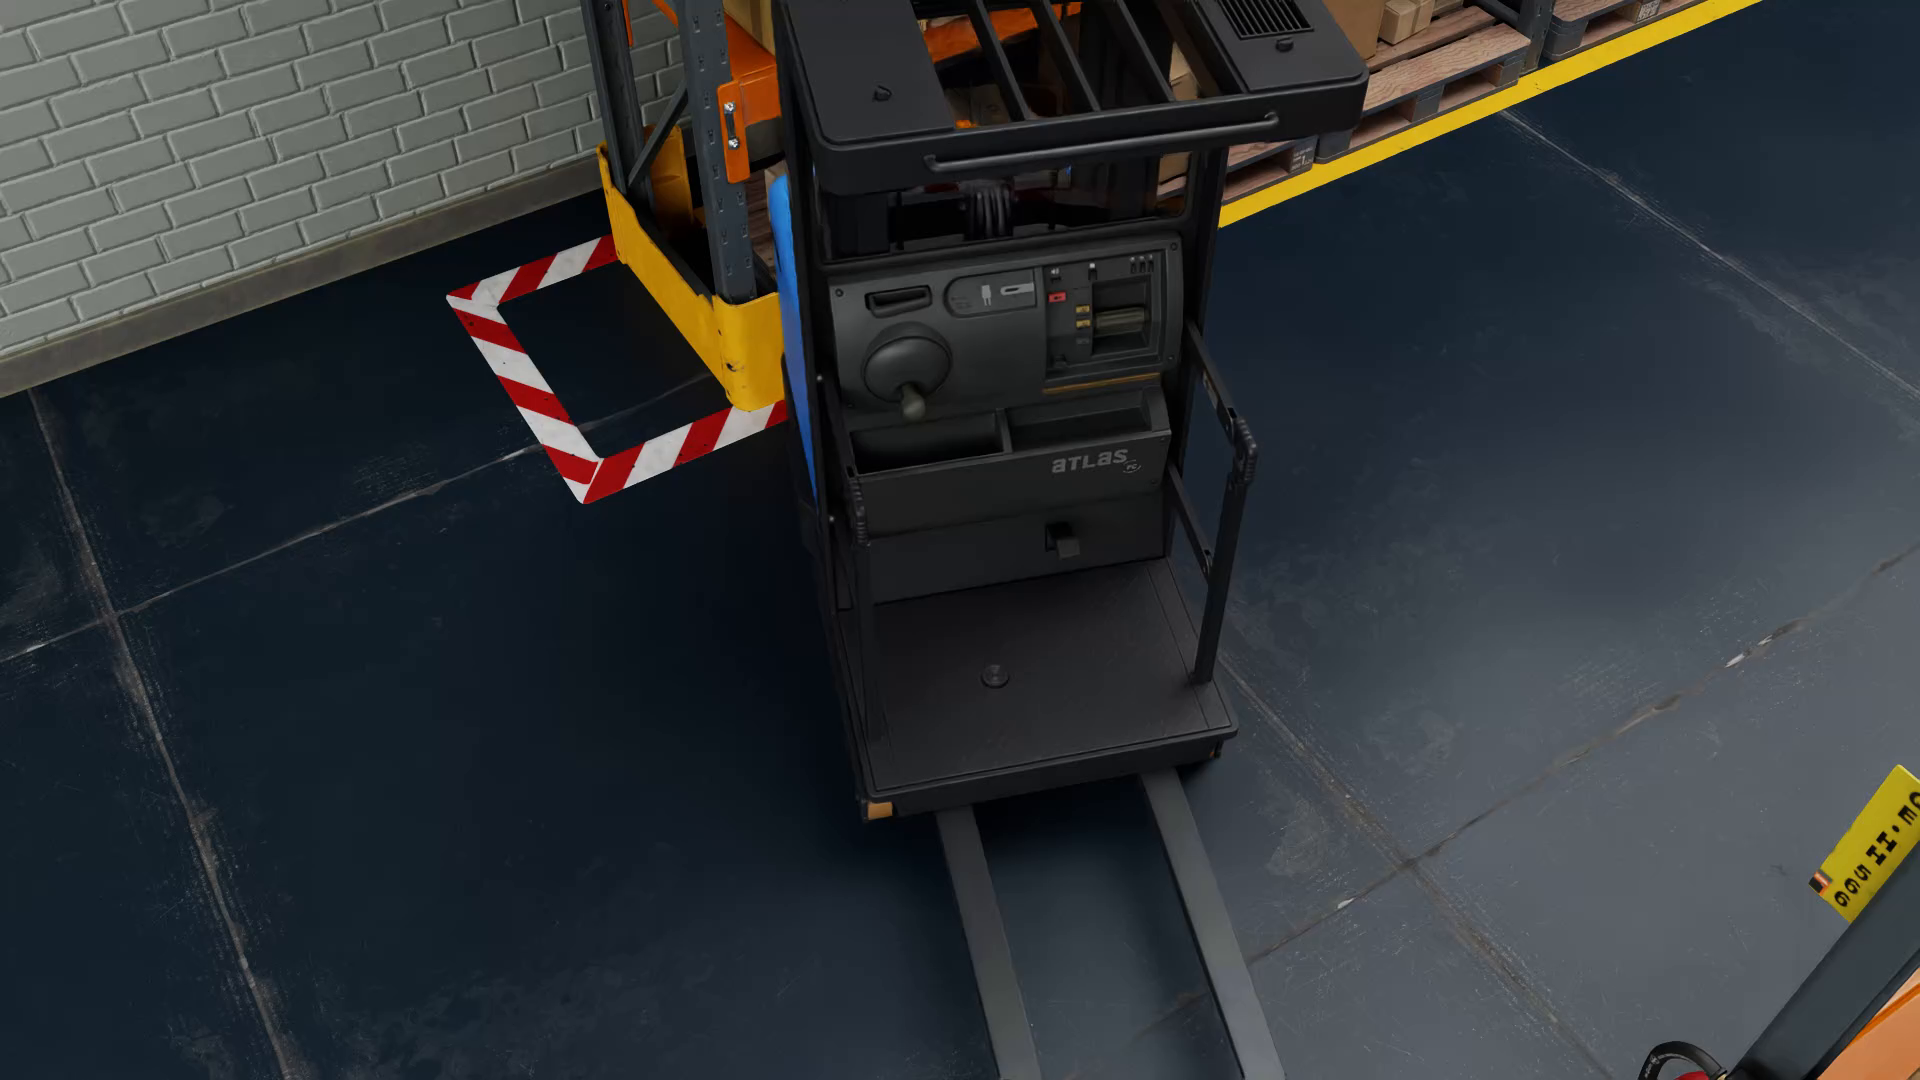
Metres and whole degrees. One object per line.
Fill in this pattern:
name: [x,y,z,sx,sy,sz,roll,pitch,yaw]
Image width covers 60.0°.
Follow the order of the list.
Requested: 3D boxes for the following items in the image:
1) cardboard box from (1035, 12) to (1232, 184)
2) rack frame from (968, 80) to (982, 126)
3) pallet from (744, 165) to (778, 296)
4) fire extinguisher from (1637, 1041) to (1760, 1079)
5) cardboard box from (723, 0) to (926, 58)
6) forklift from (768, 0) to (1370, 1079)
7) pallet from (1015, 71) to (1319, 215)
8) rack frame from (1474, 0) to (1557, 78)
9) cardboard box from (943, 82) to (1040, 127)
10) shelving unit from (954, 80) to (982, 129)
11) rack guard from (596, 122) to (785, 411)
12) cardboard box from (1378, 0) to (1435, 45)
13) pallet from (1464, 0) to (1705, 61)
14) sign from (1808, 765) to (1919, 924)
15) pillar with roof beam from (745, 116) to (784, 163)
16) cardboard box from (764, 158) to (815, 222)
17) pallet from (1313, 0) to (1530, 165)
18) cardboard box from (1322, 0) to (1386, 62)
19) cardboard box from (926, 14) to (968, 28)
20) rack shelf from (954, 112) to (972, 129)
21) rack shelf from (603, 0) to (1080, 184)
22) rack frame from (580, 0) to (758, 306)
cardboard box: [0.724,-1.886,6.800,0.500,0.500,0.700,-28,54,-23]
rack frame: [0.065,-1.132,6.038,0.008,1.050,0.200,-8,39,-7]
pallet: [-0.268,-1.268,6.738,1.213,0.211,1.003,-25,53,-21]
fire extinguisher: [1.260,1.043,2.865,0.183,0.674,0.296,-25,53,-21]
cardboard box: [-0.456,-1.815,5.444,0.500,0.250,0.500,-27,54,-22]
forklift: [0.177,-0.452,4.190,1.130,2.935,3.031,-9,49,-8]
pallet: [0.763,-1.751,7.168,1.213,0.211,1.003,-25,53,-21]
rack frame: [2.345,-3.458,6.821,0.127,3.000,1.000,-25,53,-21]
cardboard box: [0.077,-1.562,6.638,0.500,0.311,0.500,-21,52,-18]
shelving unit: [-0.055,-1.115,6.023,0.252,1.050,0.215,-8,39,-7]
rack guard: [-0.974,-1.063,6.362,0.348,0.500,1.175,-25,53,-21]
cardboard box: [1.908,-2.430,7.508,0.250,0.166,0.380,-32,56,-25]
pallet: [3.003,-2.842,8.139,1.213,0.211,1.003,-25,53,-21]
sign: [1.330,0.451,2.406,0.005,0.325,0.100,-25,53,-21]
pillar with roof beam: [1.389,-1.965,1.474,0.400,9.000,9.100,-25,53,-21]
cardboard box: [-0.405,-1.335,6.436,0.500,0.311,0.500,-31,55,-25]
pallet: [1.796,-2.240,7.604,1.213,0.211,1.003,-25,53,-21]
cardboard box: [1.488,-2.334,7.199,0.500,0.500,0.500,-29,54,-23]
cardboard box: [-0.024,-2.031,5.637,0.500,0.250,0.500,-27,54,-22]
rack shelf: [-0.063,-1.328,5.852,0.240,0.259,0.215,-8,39,-7]
rack shelf: [0.653,-2.422,6.380,4.000,0.370,1.077,-25,53,-21]
rack frame: [-1.038,-1.864,5.401,0.127,3.000,1.000,-25,53,-21]
